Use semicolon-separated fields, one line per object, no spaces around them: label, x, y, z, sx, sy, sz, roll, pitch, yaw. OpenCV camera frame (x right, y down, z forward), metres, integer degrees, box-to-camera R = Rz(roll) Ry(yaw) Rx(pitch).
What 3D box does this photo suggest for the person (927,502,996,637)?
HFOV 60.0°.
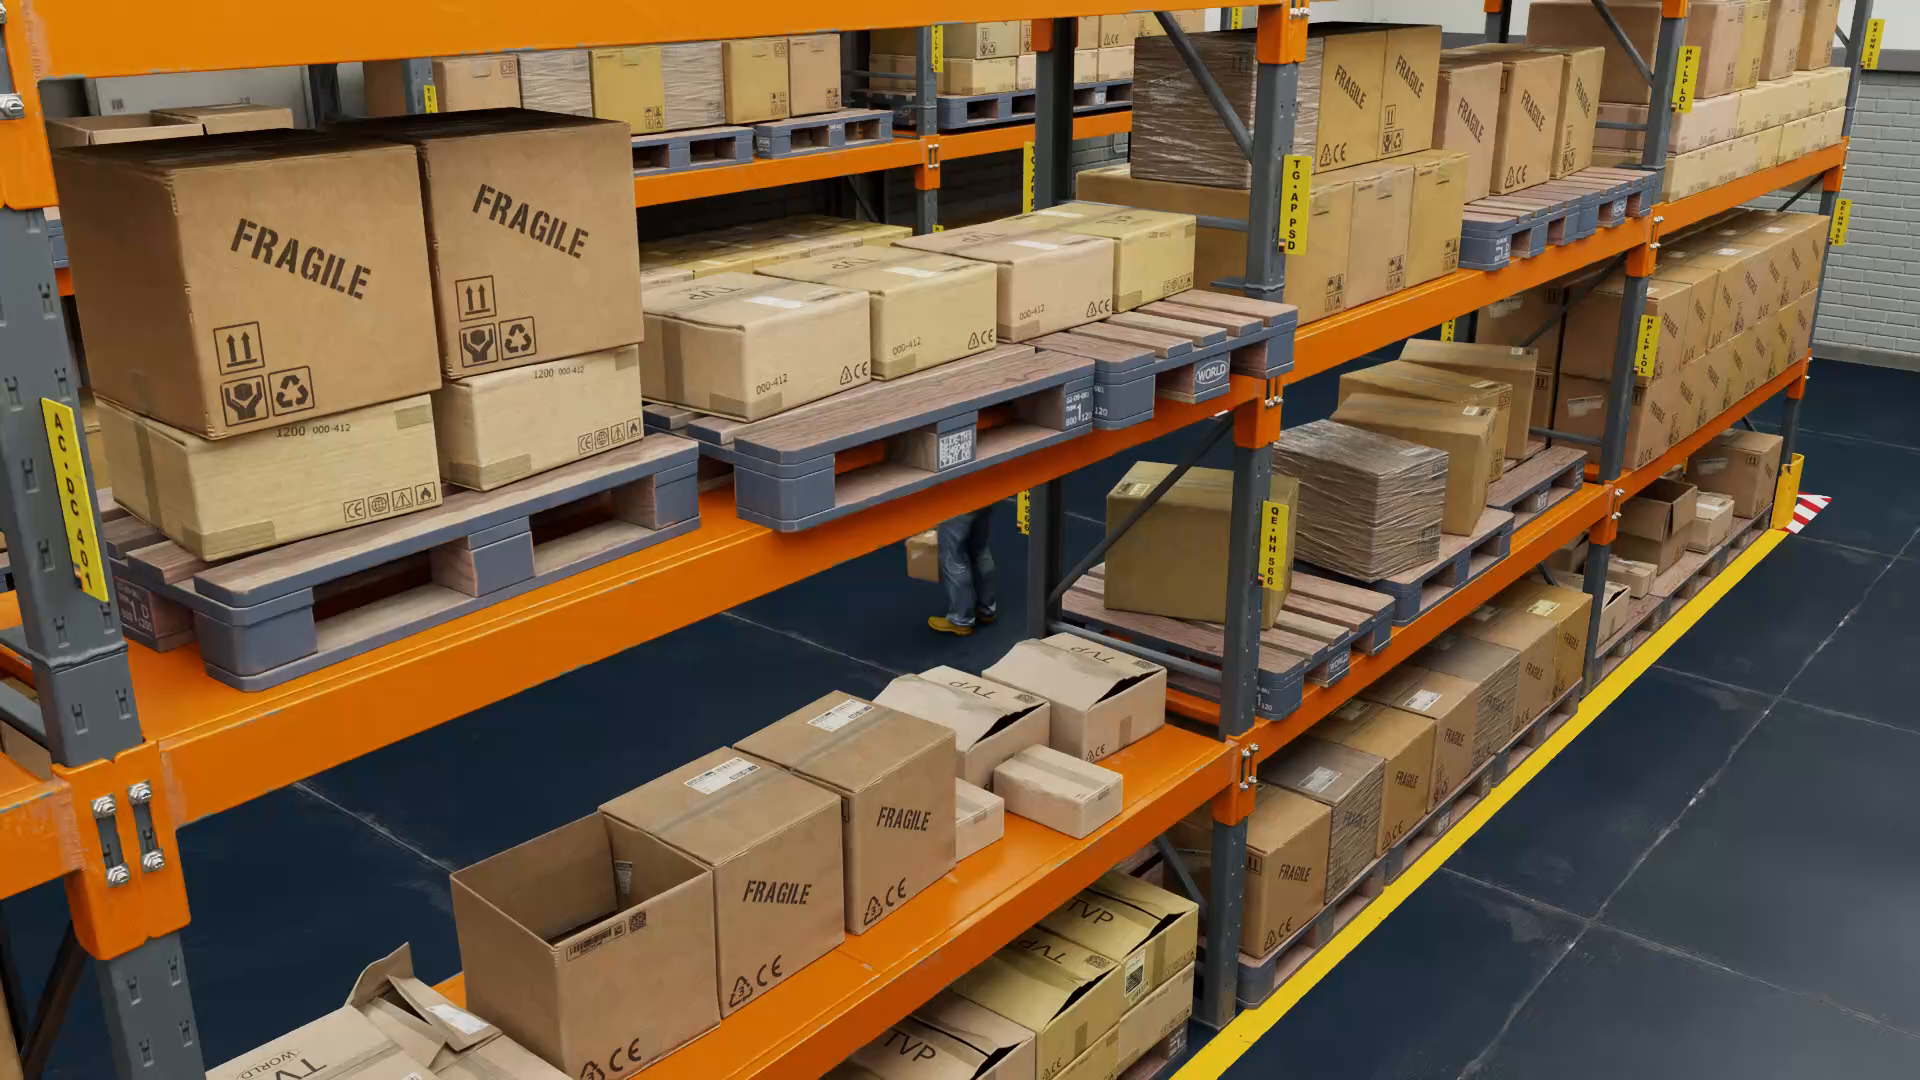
person;0.034;-0.279;10.307;0.435;1.764;0.594;15;25;35
